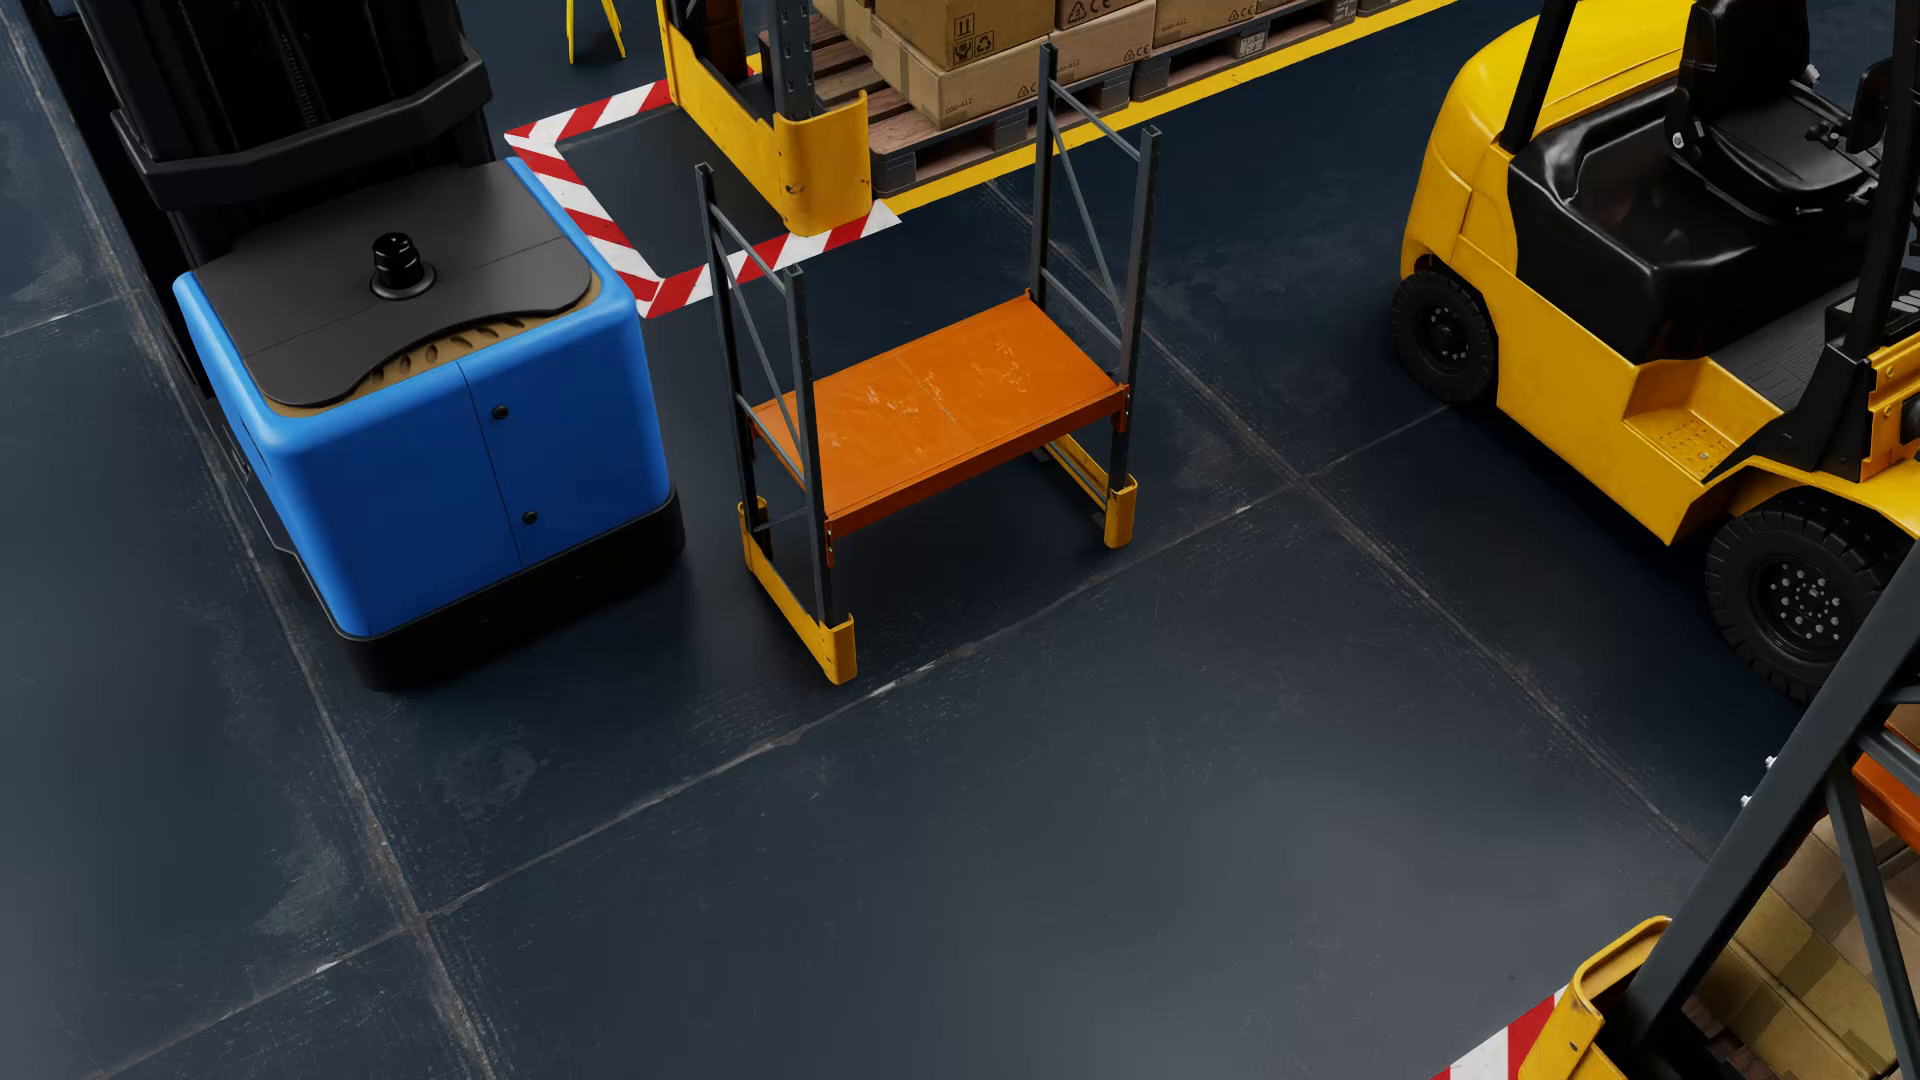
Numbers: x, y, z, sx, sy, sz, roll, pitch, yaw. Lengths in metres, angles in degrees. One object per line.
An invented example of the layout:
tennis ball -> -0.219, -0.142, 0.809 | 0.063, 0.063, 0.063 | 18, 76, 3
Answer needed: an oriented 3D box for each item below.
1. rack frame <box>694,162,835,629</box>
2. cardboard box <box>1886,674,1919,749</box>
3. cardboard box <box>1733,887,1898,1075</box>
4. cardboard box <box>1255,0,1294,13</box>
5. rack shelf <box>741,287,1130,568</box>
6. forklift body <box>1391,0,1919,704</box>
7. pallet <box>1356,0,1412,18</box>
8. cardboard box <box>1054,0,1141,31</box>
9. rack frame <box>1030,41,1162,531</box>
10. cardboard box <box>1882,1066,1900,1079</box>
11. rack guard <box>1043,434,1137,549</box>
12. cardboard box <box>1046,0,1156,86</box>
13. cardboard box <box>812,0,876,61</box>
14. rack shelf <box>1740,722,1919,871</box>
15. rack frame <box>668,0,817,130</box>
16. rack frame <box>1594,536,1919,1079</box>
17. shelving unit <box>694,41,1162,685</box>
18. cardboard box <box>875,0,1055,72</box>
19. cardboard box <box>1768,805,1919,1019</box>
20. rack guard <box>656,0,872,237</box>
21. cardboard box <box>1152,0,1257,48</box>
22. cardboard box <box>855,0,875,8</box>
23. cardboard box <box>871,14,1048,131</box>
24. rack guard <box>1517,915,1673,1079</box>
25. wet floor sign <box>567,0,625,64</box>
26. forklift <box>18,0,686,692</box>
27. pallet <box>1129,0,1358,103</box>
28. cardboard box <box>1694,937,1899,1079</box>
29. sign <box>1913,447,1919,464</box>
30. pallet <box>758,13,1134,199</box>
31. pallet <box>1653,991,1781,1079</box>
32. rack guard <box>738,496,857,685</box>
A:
rack frame -> -0.502, -0.262, 4.479 | 0.032, 1.500, 0.500 | -25, 53, -21
cardboard box -> 2.094, 0.210, 2.987 | 0.500, 0.500, 0.500 | -26, 53, -22
cardboard box -> 2.063, 0.823, 3.734 | 0.500, 0.250, 0.500 | -26, 53, -21
cardboard box -> 1.316, -2.524, 7.049 | 0.500, 0.250, 0.500 | -24, 53, -20
rack shelf -> -0.072, -0.345, 4.794 | 1.000, 0.185, 0.538 | -25, 53, -21
forklift body -> 2.449, -1.020, 4.718 | 1.214, 2.155, 2.313 | -25, 53, -21
pallet -> 2.001, -2.905, 7.695 | 1.213, 0.211, 1.003 | -25, 53, -21
cardboard box -> 0.456, -2.370, 6.410 | 0.500, 0.500, 0.500 | -27, 54, -22
rack frame -> 0.358, -0.667, 4.840 | 0.032, 1.500, 0.500 | -25, 53, -21
cardboard box -> 2.338, 1.308, 3.637 | 0.500, 0.250, 0.500 | -25, 53, -21
rack guard -> 0.357, -0.251, 5.306 | 0.087, 0.250, 0.587 | -25, 53, -21
cardboard box -> 0.432, -2.099, 6.670 | 0.500, 0.250, 0.500 | -23, 52, -20
cardboard box -> -0.273, -2.255, 6.810 | 0.500, 0.250, 0.500 | -25, 53, -21
rack shelf -> 3.510, 0.048, 3.681 | 4.000, 0.370, 1.077 | -25, 53, -21
rack frame -> -0.833, -2.528, 5.493 | 0.127, 3.000, 1.000 | -25, 53, -21
rack frame -> 1.818, 0.605, 2.702 | 0.127, 3.000, 1.000 | -25, 53, -21
shelving unit -> -0.064, -0.468, 4.663 | 1.083, 1.500, 0.587 | -25, 53, -21
cardboard box -> 0.016, -2.159, 6.222 | 0.500, 0.500, 0.500 | -27, 54, -22
cardboard box -> 2.041, 0.667, 3.538 | 0.500, 0.250, 0.500 | -24, 52, -20
rack guard -> -0.769, -1.727, 6.453 | 0.348, 0.500, 1.175 | -25, 53, -21
cardboard box -> 0.887, -2.324, 6.871 | 0.500, 0.250, 0.500 | -22, 52, -18
cardboard box -> -0.295, -2.487, 6.514 | 0.500, 0.500, 0.500 | -25, 53, -21
cardboard box -> -0.004, -1.900, 6.494 | 0.500, 0.250, 0.500 | -26, 53, -21
rack guard -> 1.798, 1.446, 3.627 | 0.348, 0.500, 1.175 | -25, 53, -21
wet floor sign -> -1.565, -2.345, 6.906 | 0.232, 0.644, 0.267 | -9, 49, -8
forklift -> -2.088, -1.615, 4.726 | 1.130, 2.935, 3.031 | -27, 54, -22
pallet -> 0.968, -2.415, 7.260 | 1.213, 0.211, 1.003 | -25, 53, -21
cardboard box -> 2.047, 0.994, 3.917 | 0.500, 0.250, 0.500 | -25, 53, -21
sign -> 1.541, -0.207, 2.491 | 0.005, 0.325, 0.100 | -25, 53, -21
pallet -> -0.063, -1.932, 6.830 | 1.213, 0.211, 1.003 | -25, 53, -21
pallet -> 2.443, 1.202, 4.038 | 1.213, 0.211, 1.003 | -25, 53, -21
rack guard -> -0.486, 0.146, 4.953 | 0.087, 0.250, 0.587 | -25, 53, -21
